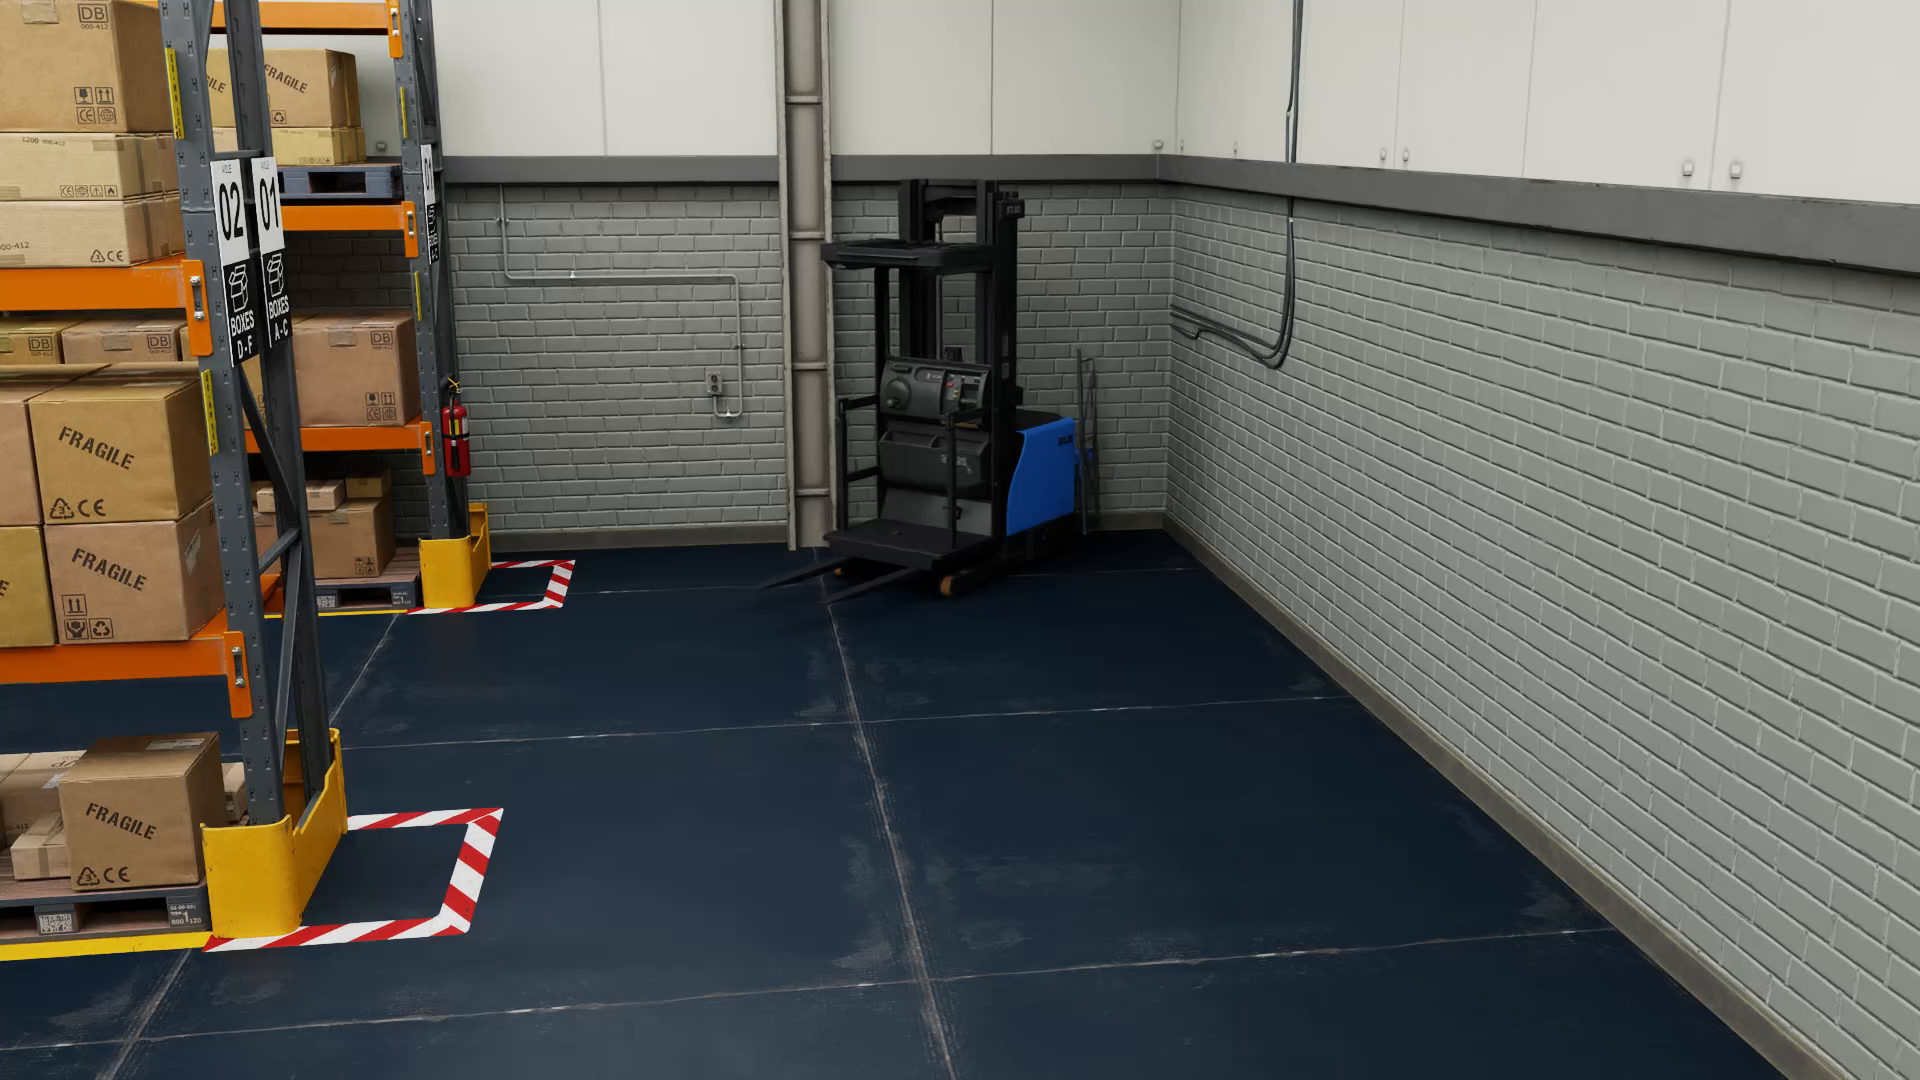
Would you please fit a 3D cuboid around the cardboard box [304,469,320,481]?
[{"bbox_3d":[-4.827,-0.401,12.095,0.250,0.149,0.380,-2,14,-8],"label":"cardboard box"}]

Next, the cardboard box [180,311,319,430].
[{"bbox_3d":[-4.964,-1.206,11.747,0.700,0.700,0.980,-2,14,-9],"label":"cardboard box"}]

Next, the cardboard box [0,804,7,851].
[{"bbox_3d":[-4.446,1.308,7.089,0.500,0.250,0.500,-2,14,-8],"label":"cardboard box"}]

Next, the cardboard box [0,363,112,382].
[{"bbox_3d":[-3.995,-0.479,7.204,0.500,0.500,0.500,-2,14,-8],"label":"cardboard box"}]

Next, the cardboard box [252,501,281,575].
[{"bbox_3d":[-4.915,-0.034,11.966,0.500,0.500,0.700,-2,14,-8],"label":"cardboard box"}]

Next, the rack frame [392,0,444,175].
[{"bbox_3d":[-3.743,-4.020,11.252,0.127,3.000,1.000,-2,14,-8],"label":"rack frame"}]

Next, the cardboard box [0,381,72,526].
[{"bbox_3d":[-3.900,-0.351,6.696,0.500,0.500,0.500,-2,14,-7],"label":"cardboard box"}]

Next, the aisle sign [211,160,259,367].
[{"bbox_3d":[-2.888,-1.108,6.631,0.004,0.787,0.394,-2,14,-8],"label":"aisle sign"}]

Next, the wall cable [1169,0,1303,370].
[{"bbox_3d":[1.903,-2.633,12.105,0.112,2.526,3.097,-2,14,-8],"label":"wall cable"}]

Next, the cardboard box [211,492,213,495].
[{"bbox_3d":[-3.479,-0.015,7.408,0.500,0.500,0.500,-2,14,-7],"label":"cardboard box"}]

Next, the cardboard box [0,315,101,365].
[{"bbox_3d":[-6.437,-1.152,11.531,0.700,0.700,0.980,-2,14,-10],"label":"cardboard box"}]

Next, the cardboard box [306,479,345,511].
[{"bbox_3d":[-4.520,-0.318,11.766,0.250,0.149,0.380,-2,14,-9],"label":"cardboard box"}]

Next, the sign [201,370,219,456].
[{"bbox_3d":[-2.938,-0.499,6.517,0.005,0.325,0.100,-2,14,-8],"label":"sign"}]

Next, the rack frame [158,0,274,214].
[{"bbox_3d":[-3.001,-2.829,6.502,0.127,3.000,1.000,-2,14,-8],"label":"rack frame"}]

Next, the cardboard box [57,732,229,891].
[{"bbox_3d":[-3.502,1.159,7.167,0.500,0.500,0.500,-2,14,-8],"label":"cardboard box"}]

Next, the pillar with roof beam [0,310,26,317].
[{"bbox_3d":[-6.494,-3.073,7.476,0.400,9.000,9.100,-2,14,-8],"label":"pillar with roof beam"}]

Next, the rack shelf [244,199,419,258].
[{"bbox_3d":[-5.721,-2.144,11.416,4.000,0.370,1.077,-2,14,-8],"label":"rack shelf"}]

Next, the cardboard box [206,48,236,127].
[{"bbox_3d":[-4.923,-3.001,11.052,0.500,0.500,0.500,-2,14,-7],"label":"cardboard box"}]

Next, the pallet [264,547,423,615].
[{"bbox_3d":[-4.522,0.290,12.131,1.213,0.211,1.003,-2,14,-8],"label":"pallet"}]

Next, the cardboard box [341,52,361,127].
[{"bbox_3d":[-4.501,-3.140,11.607,0.500,0.500,0.500,-3,14,-10],"label":"cardboard box"}]

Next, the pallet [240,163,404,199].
[{"bbox_3d":[-4.475,-2.493,11.511,1.213,0.211,1.003,-2,14,-8],"label":"pallet"}]

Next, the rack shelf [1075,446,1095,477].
[{"bbox_3d":[0.579,-0.649,13.795,1.000,0.185,0.538,0,10,18],"label":"rack shelf"}]

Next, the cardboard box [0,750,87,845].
[{"bbox_3d":[-4.076,1.171,7.634,0.500,0.250,0.500,-2,14,-8],"label":"cardboard box"}]

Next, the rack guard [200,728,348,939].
[{"bbox_3d":[-3.076,1.296,7.524,0.348,0.500,1.175,-2,14,-8],"label":"rack guard"}]

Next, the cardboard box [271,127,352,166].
[{"bbox_3d":[-4.428,-2.654,11.212,0.500,0.250,0.500,-2,14,-7],"label":"cardboard box"}]

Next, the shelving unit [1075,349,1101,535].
[{"bbox_3d":[0.570,-0.826,13.765,1.048,1.500,0.538,0,10,18],"label":"shelving unit"}]

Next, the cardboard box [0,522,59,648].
[{"bbox_3d":[-3.916,0.134,6.815,0.500,0.500,0.500,-2,14,-8],"label":"cardboard box"}]

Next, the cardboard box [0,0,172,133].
[{"bbox_3d":[-3.507,-1.885,6.643,0.500,0.500,0.700,-2,14,-8],"label":"cardboard box"}]

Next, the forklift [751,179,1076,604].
[{"bbox_3d":[-0.315,-1.131,12.208,1.130,2.935,3.031,9,17,33],"label":"forklift"}]

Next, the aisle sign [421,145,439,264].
[{"bbox_3d":[-3.627,-2.302,11.389,0.004,0.787,0.394,-2,14,-8],"label":"aisle sign"}]

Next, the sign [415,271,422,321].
[{"bbox_3d":[-3.676,-1.656,11.290,0.005,0.325,0.100,-2,14,-8],"label":"sign"}]

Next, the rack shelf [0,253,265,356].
[{"bbox_3d":[-4.979,-0.952,6.665,4.000,0.370,1.077,-2,14,-8],"label":"rack shelf"}]

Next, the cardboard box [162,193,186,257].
[{"bbox_3d":[-3.547,-1.343,7.054,0.500,0.250,0.500,-2,14,-8],"label":"cardboard box"}]

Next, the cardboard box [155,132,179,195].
[{"bbox_3d":[-3.548,-1.587,6.999,0.500,0.250,0.500,-2,14,-8],"label":"cardboard box"}]
